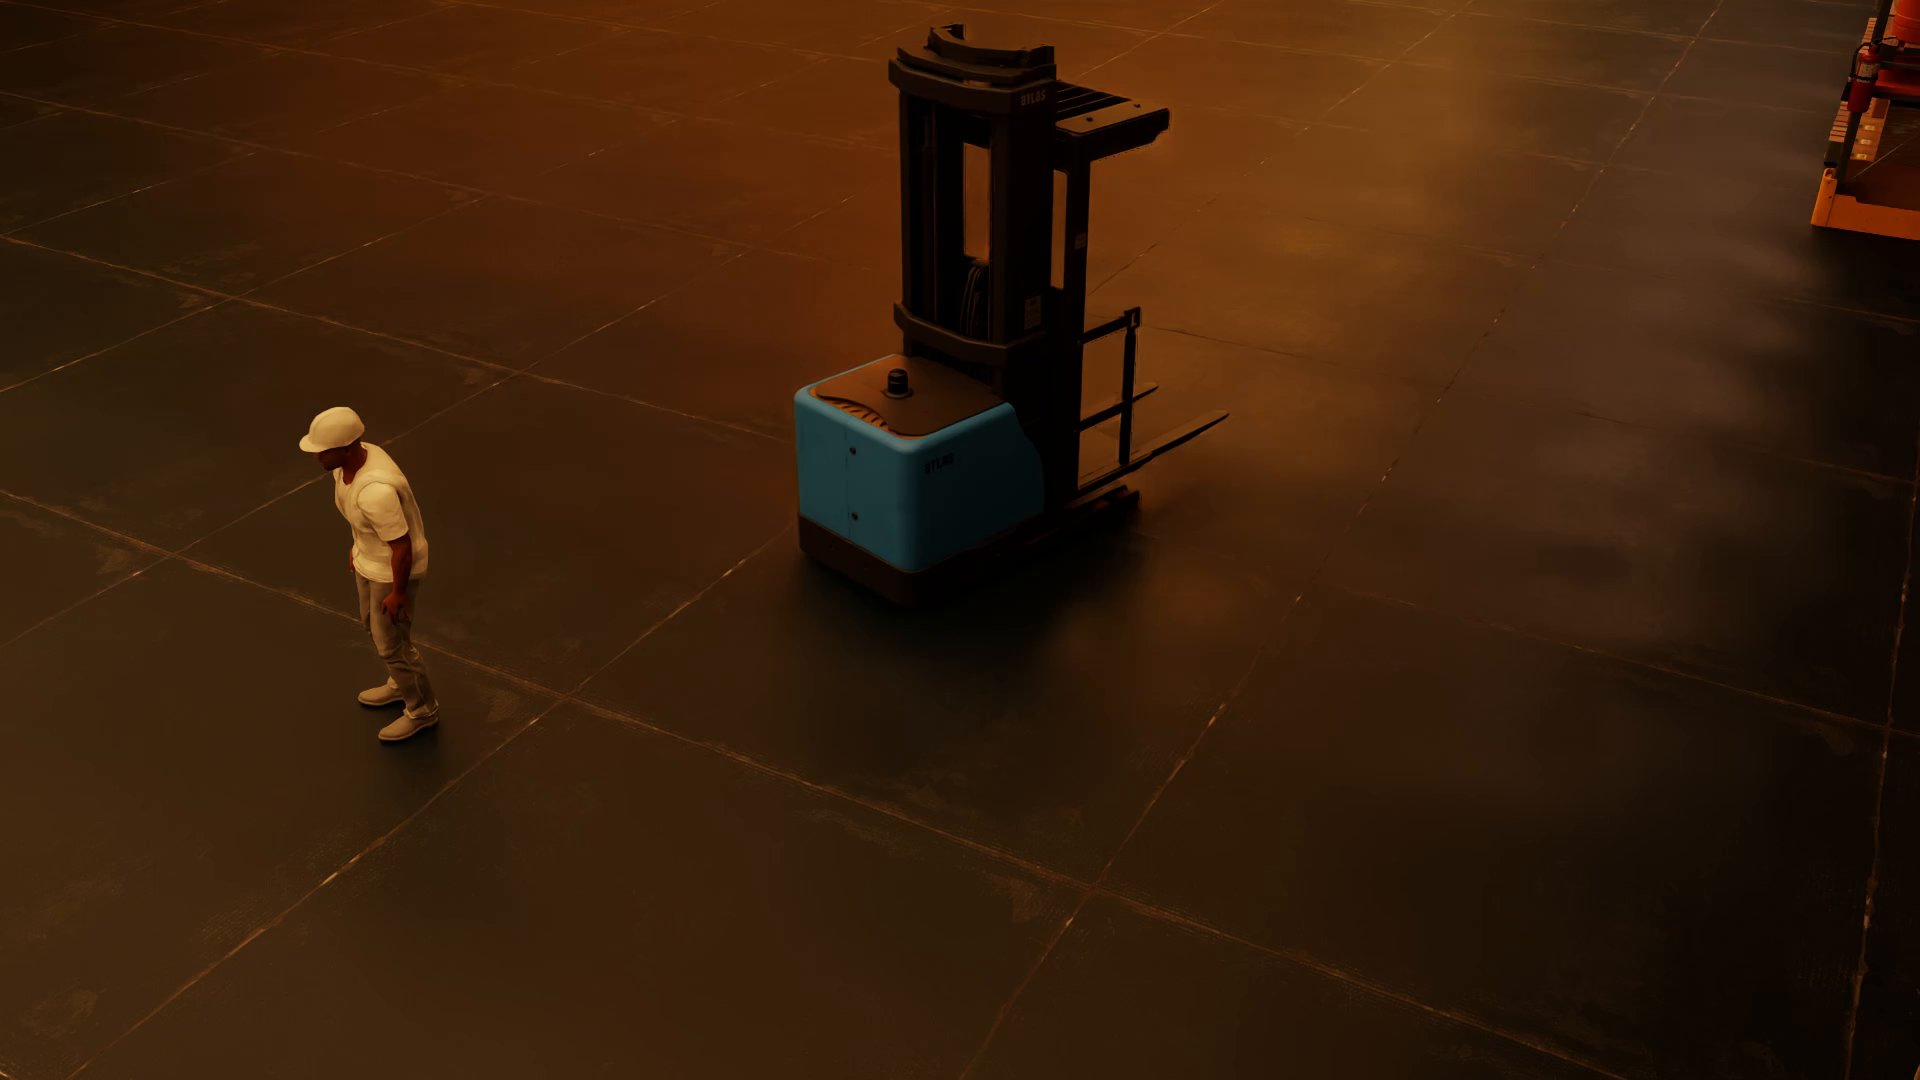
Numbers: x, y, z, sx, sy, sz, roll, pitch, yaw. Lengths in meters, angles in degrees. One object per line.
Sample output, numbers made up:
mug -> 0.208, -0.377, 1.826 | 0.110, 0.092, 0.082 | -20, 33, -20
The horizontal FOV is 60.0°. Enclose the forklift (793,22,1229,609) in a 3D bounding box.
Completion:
forklift -> 0.461, -1.514, 9.694 | 3.031, 2.935, 1.130 | -26, 39, -37

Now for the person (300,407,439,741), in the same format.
person -> -2.799, 0.142, 8.002 | 0.462, 1.759, 0.603 | -19, 35, -29
